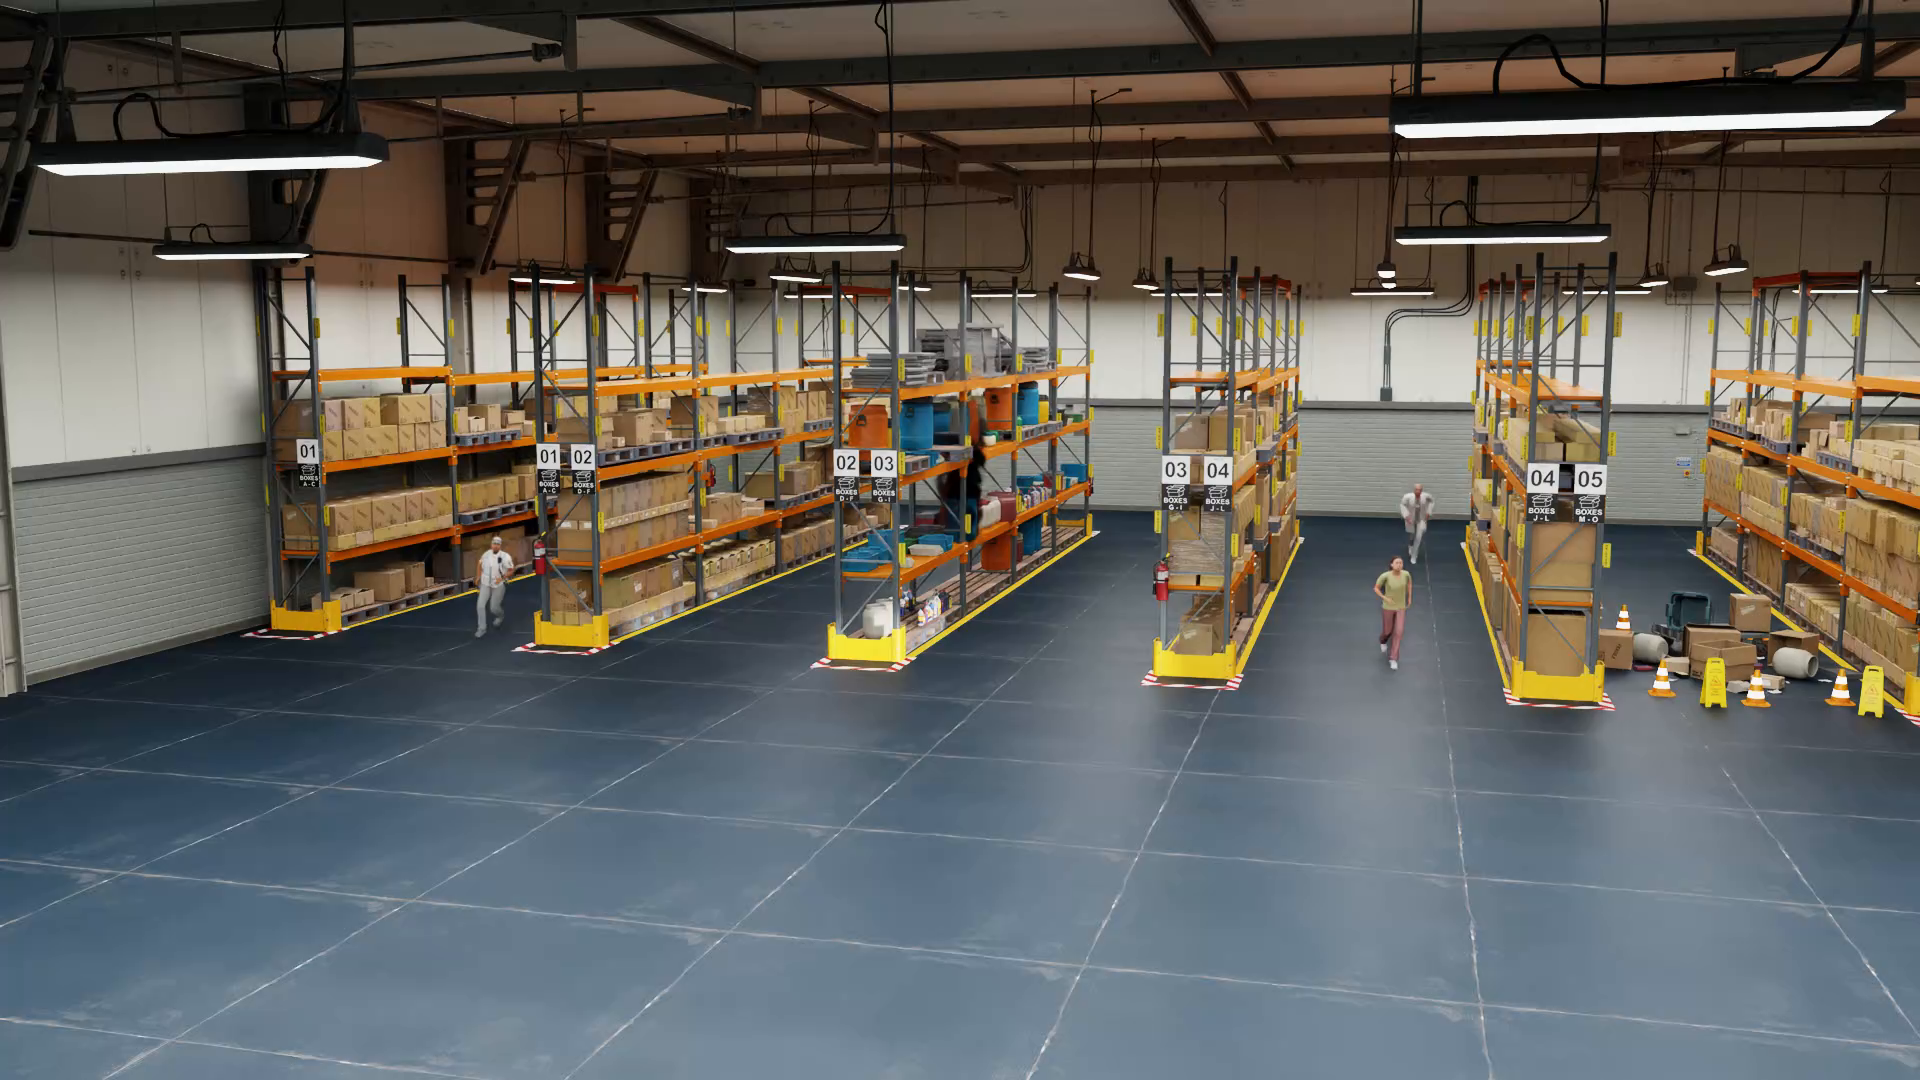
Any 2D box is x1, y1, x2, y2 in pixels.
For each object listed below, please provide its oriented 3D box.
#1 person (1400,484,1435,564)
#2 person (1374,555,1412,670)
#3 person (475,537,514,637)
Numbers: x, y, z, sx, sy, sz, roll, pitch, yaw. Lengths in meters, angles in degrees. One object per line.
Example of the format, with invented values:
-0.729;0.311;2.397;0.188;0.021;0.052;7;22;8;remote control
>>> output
9.859;-0.382;35.963;0.730;1.737;1.028;1;7;7;person
6.485;1.036;24.884;0.601;1.662;0.951;0;7;0;person
-7.649;0.751;27.377;0.646;1.637;0.743;1;7;6;person
